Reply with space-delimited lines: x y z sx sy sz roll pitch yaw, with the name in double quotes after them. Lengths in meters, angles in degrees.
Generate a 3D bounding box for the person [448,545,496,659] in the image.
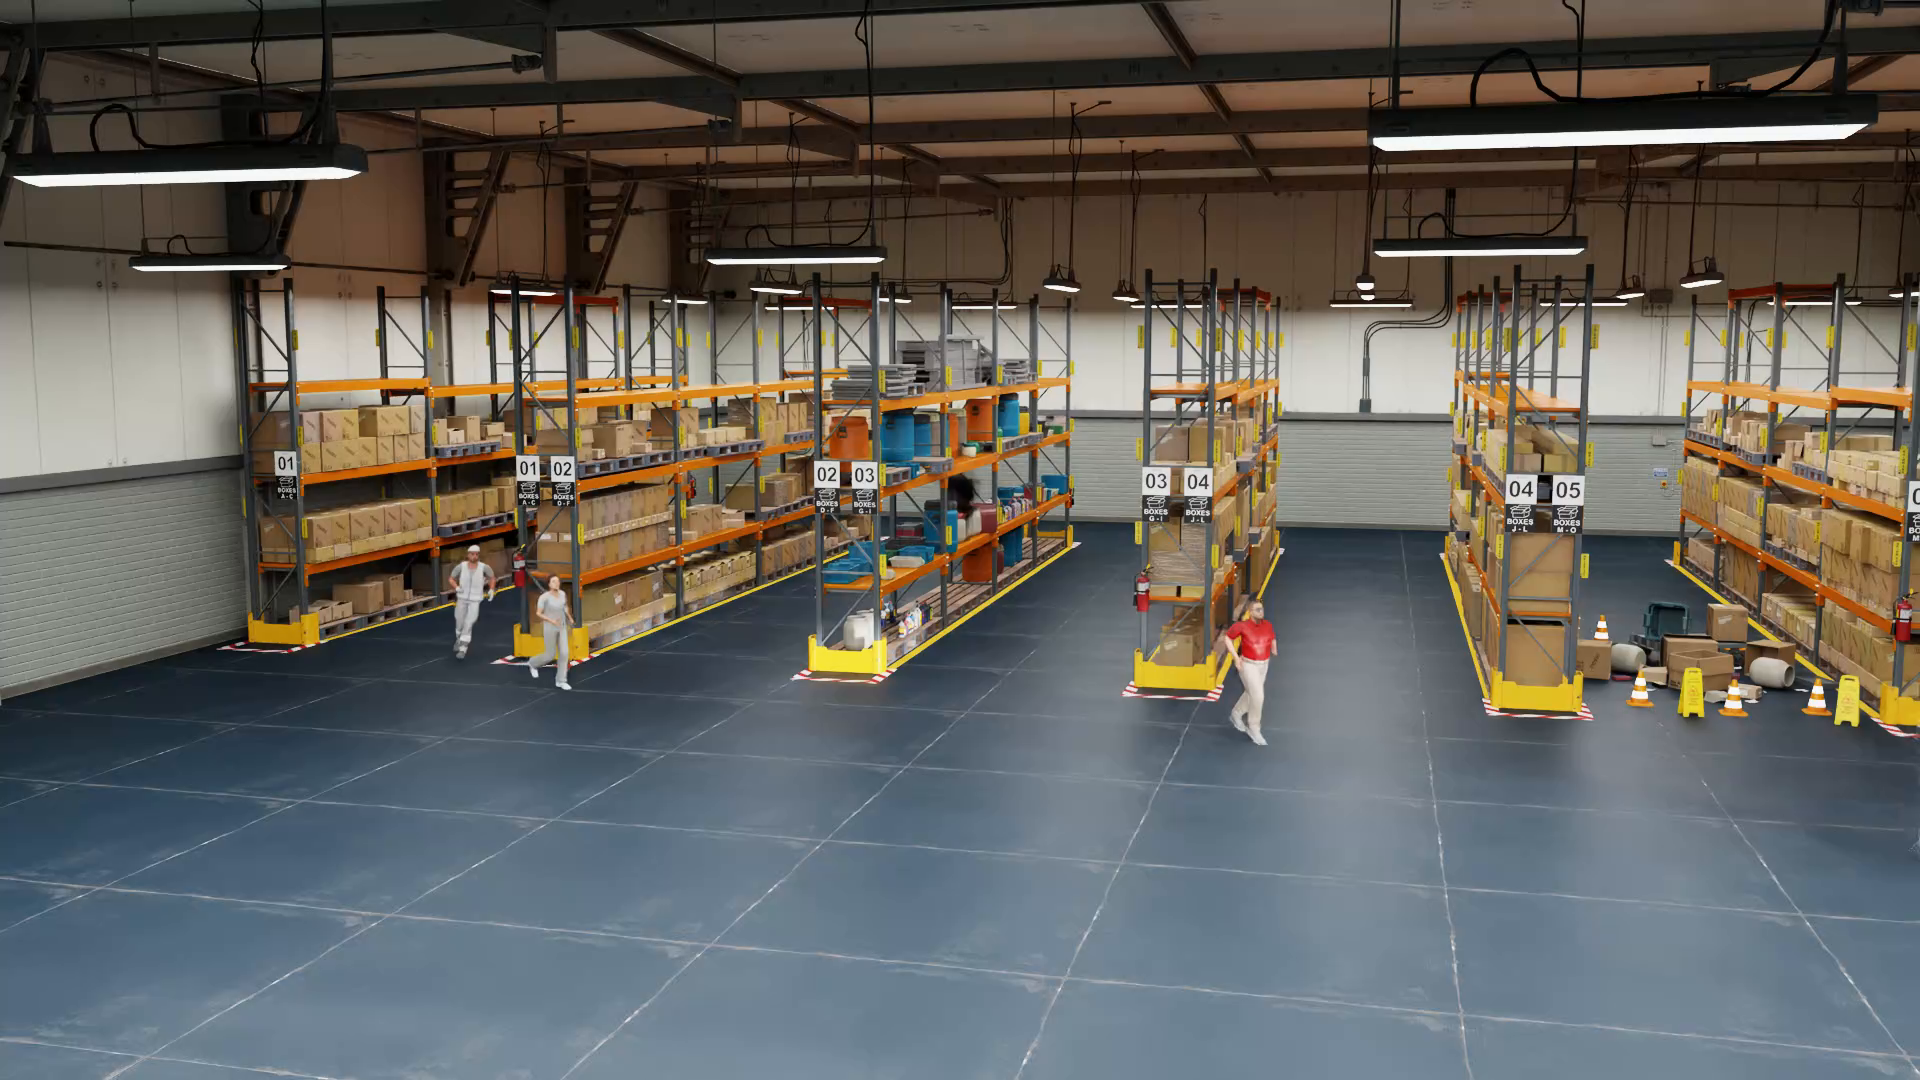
-7.722 0.955 26.325 0.720 1.763 0.915 -1 7 -10 "person"

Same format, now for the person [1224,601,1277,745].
3.680 1.653 20.984 0.647 1.788 0.793 -5 8 -34 "person"

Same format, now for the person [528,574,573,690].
-5.905 1.310 24.128 0.838 1.665 0.577 6 9 42 "person"
